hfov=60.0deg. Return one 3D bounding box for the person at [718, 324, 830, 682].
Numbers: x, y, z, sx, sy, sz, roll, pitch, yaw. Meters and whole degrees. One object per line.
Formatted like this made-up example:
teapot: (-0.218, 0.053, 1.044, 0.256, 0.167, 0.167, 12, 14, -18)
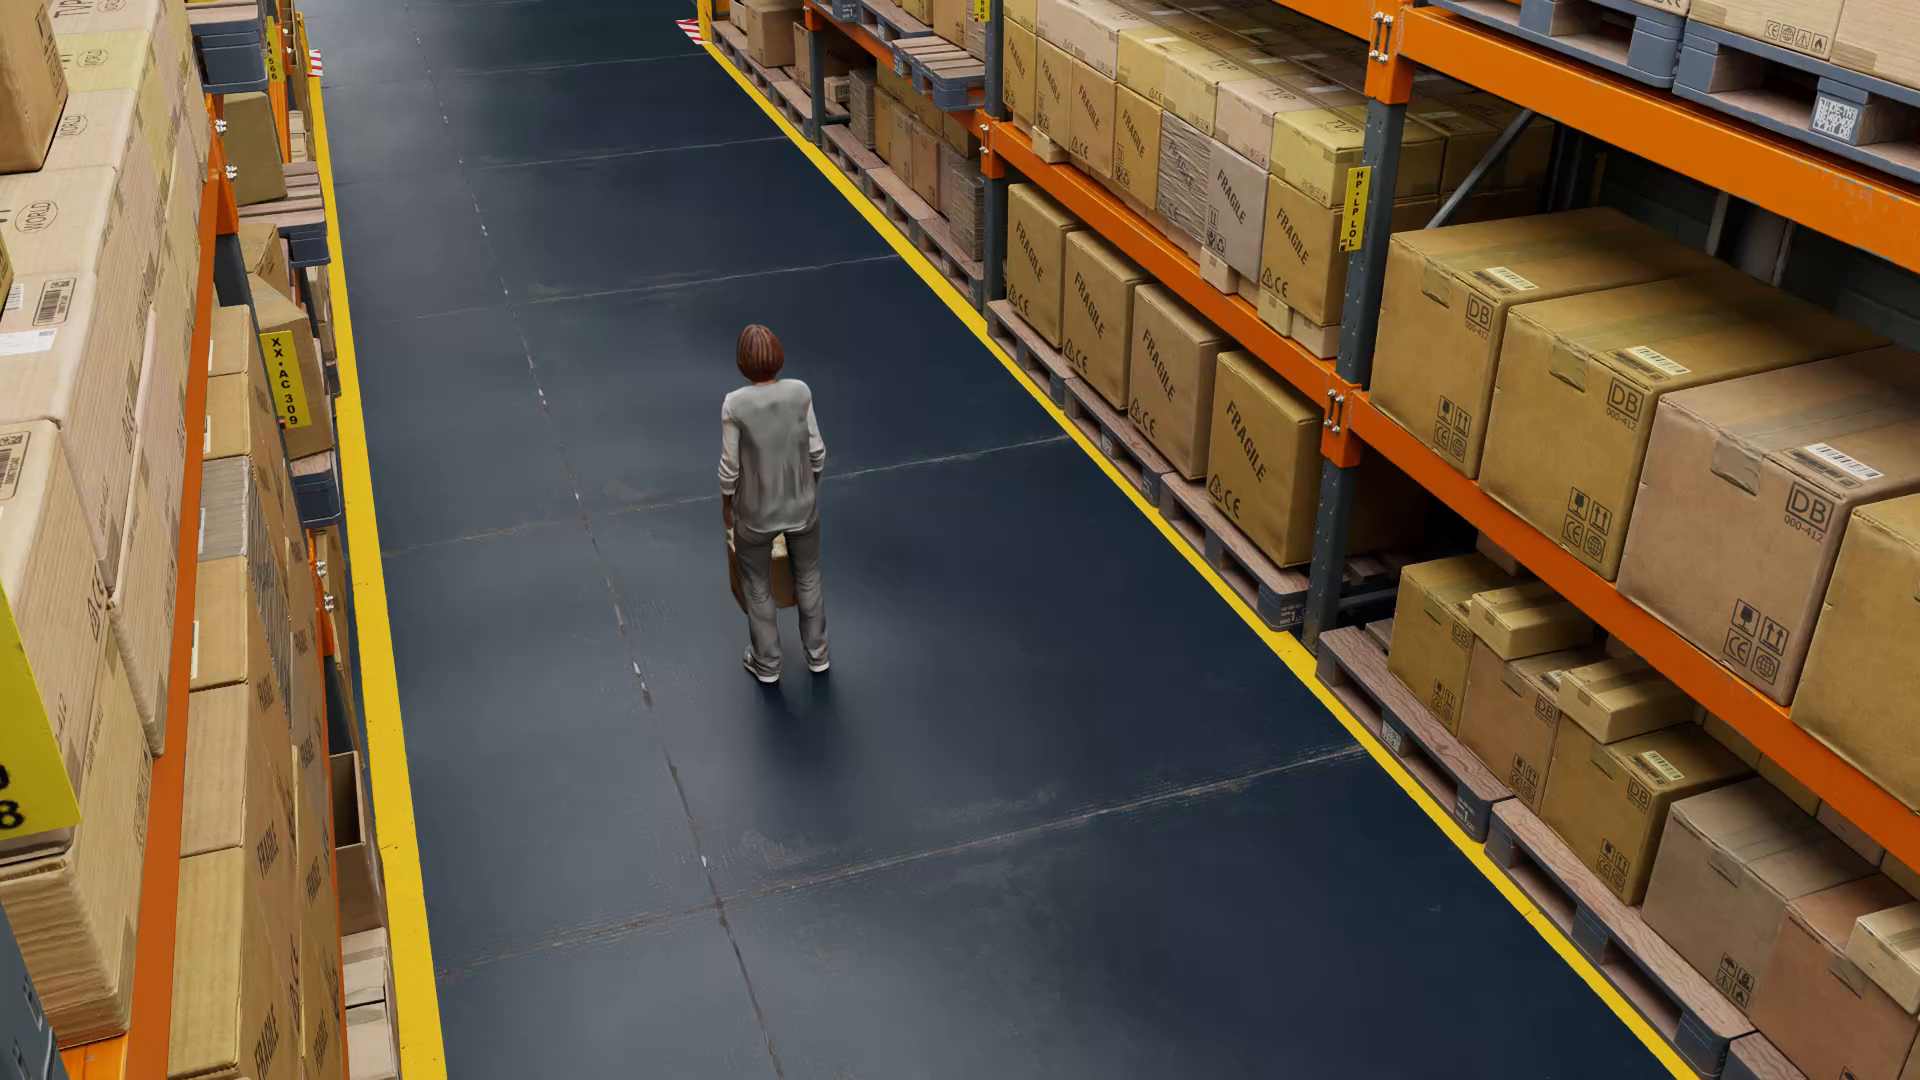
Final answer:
person: (-0.765, -0.123, 6.851, 0.461, 1.593, 0.345, -12, 32, -19)
